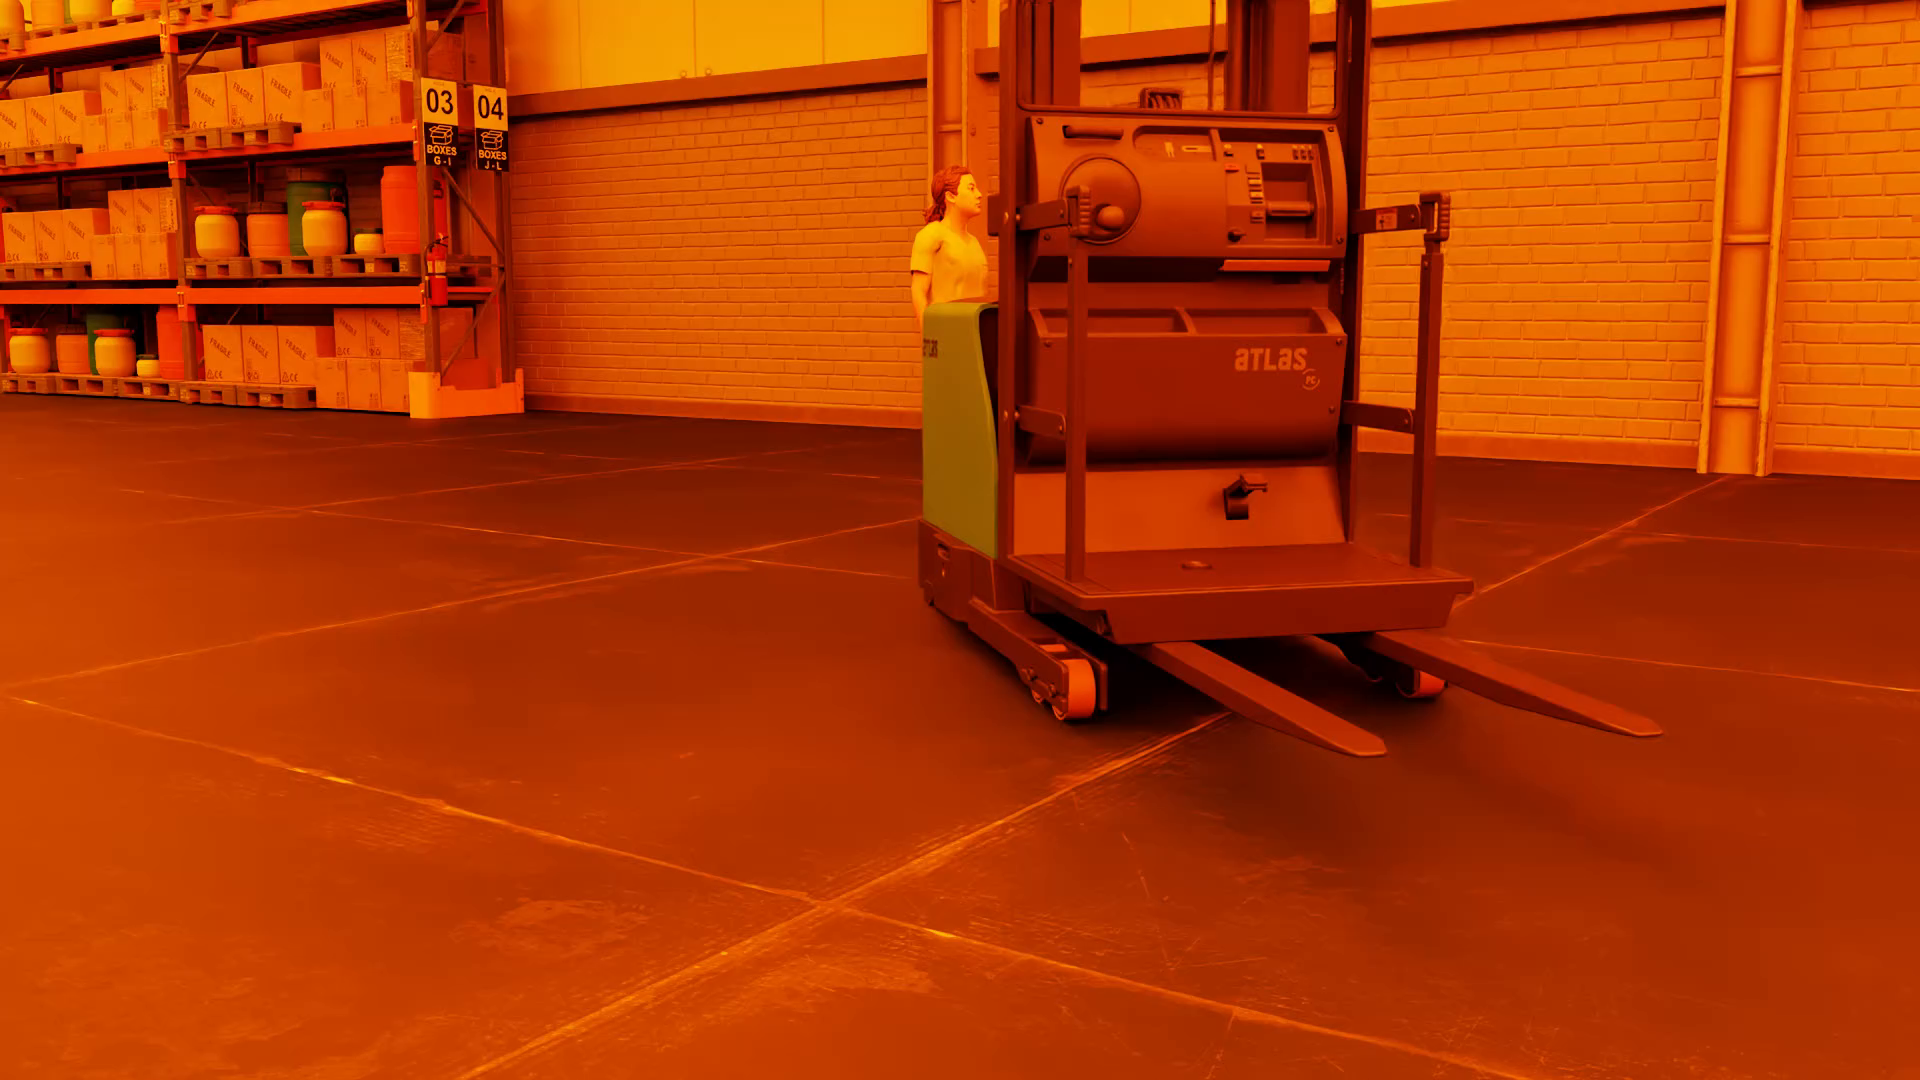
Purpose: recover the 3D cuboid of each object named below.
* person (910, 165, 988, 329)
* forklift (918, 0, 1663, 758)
[{"bbox_3d":[0.055,-0.829,7.435,0.549,1.675,0.555,5,10,34],"label":"person"},{"bbox_3d":[0.709,-1.041,4.510,1.130,2.935,3.031,-2,8,-14],"label":"forklift"}]
